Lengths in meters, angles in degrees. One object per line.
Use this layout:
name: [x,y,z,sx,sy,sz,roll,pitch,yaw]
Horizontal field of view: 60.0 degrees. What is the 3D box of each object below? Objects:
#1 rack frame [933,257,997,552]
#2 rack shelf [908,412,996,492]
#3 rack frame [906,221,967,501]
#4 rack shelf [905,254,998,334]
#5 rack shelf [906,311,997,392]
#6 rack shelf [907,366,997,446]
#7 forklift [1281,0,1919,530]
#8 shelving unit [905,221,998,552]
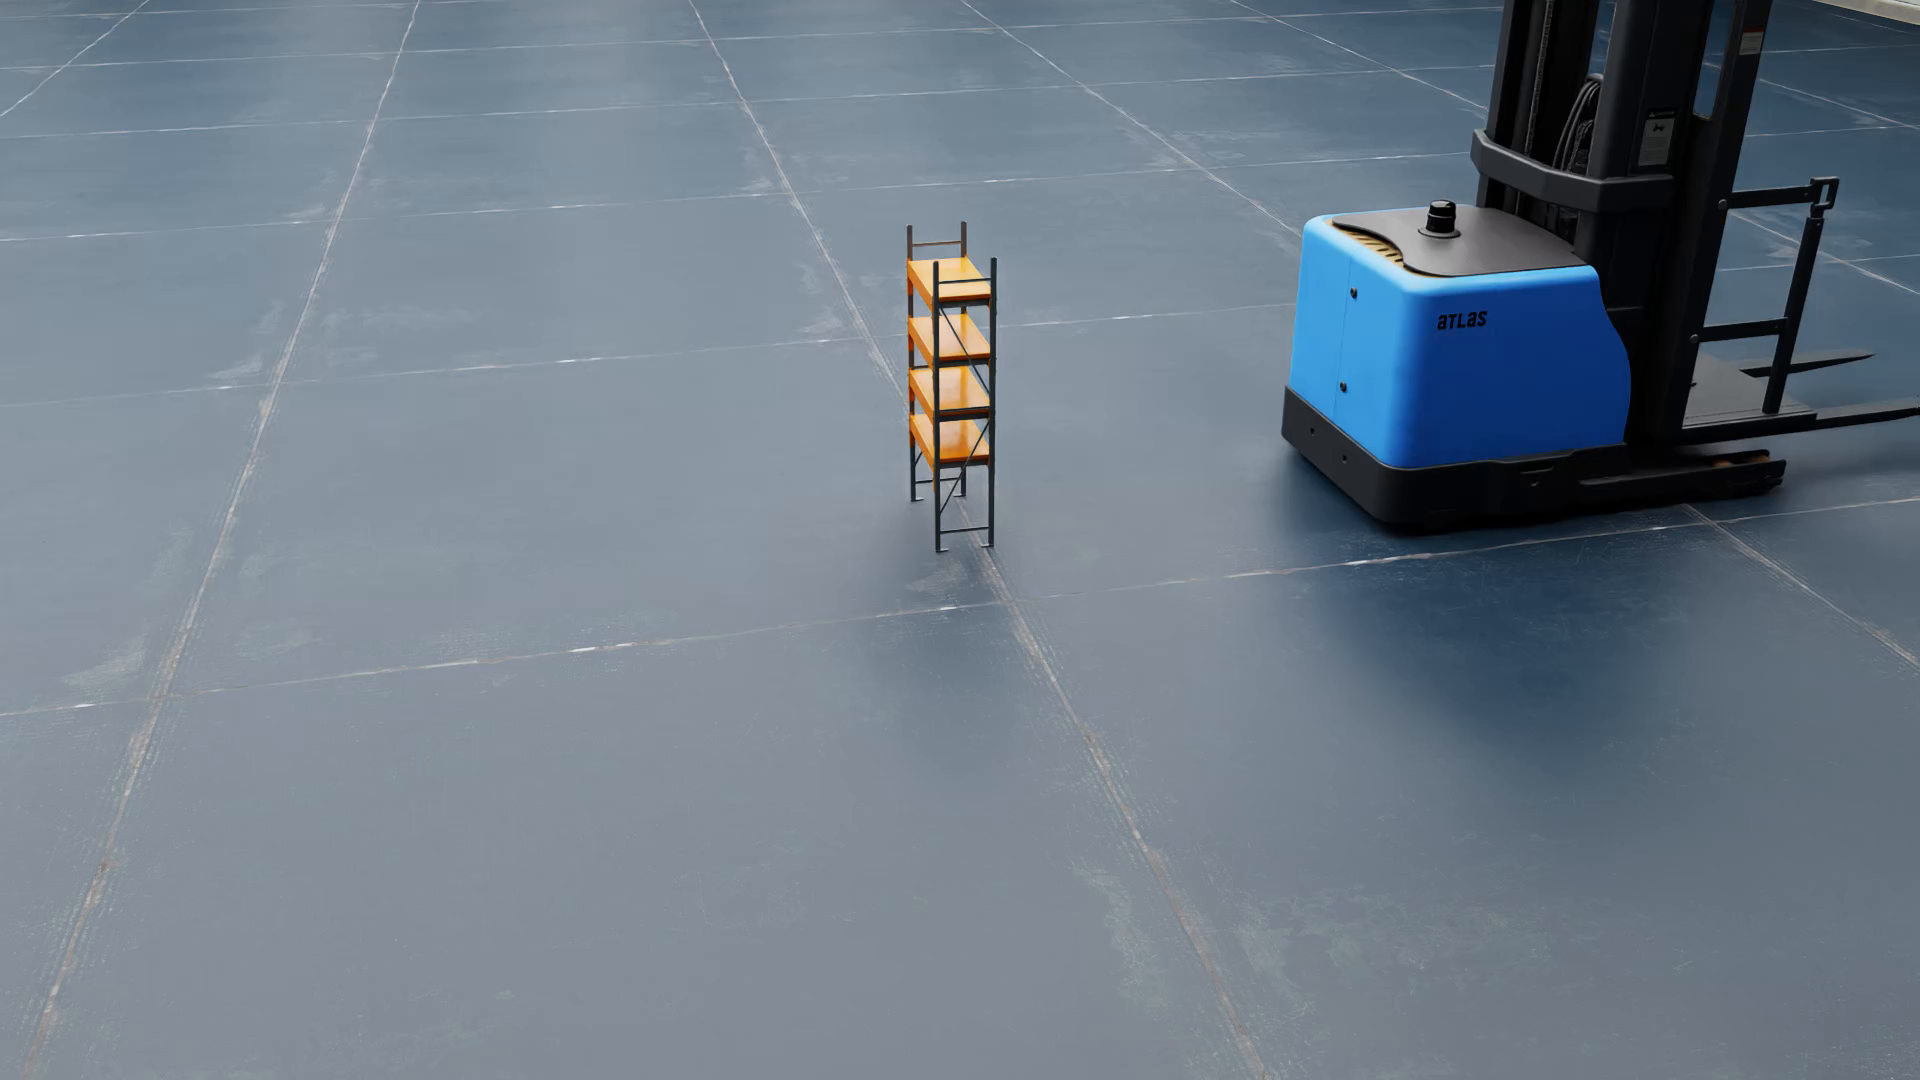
rack frame: [0.018,-0.501,6.411,0.240,1.200,0.015,-6,27,-12]
rack shelf: [-0.037,-0.371,6.743,0.258,0.148,0.480,-6,27,-12]
rack frame: [-0.092,-0.715,6.836,0.240,1.200,0.015,-6,27,-12]
rack shelf: [-0.037,-0.959,6.447,0.258,0.148,0.480,-6,27,-12]
rack shelf: [-0.037,-0.748,6.553,0.258,0.148,0.480,-6,27,-12]
rack shelf: [-0.037,-0.548,6.654,0.258,0.148,0.480,-6,27,-12]
forklift: [3.030,-1.706,6.877,3.031,2.935,1.130,-7,28,-14]
shelving unit: [-0.037,-0.608,6.624,0.258,1.200,0.503,-6,27,-12]
